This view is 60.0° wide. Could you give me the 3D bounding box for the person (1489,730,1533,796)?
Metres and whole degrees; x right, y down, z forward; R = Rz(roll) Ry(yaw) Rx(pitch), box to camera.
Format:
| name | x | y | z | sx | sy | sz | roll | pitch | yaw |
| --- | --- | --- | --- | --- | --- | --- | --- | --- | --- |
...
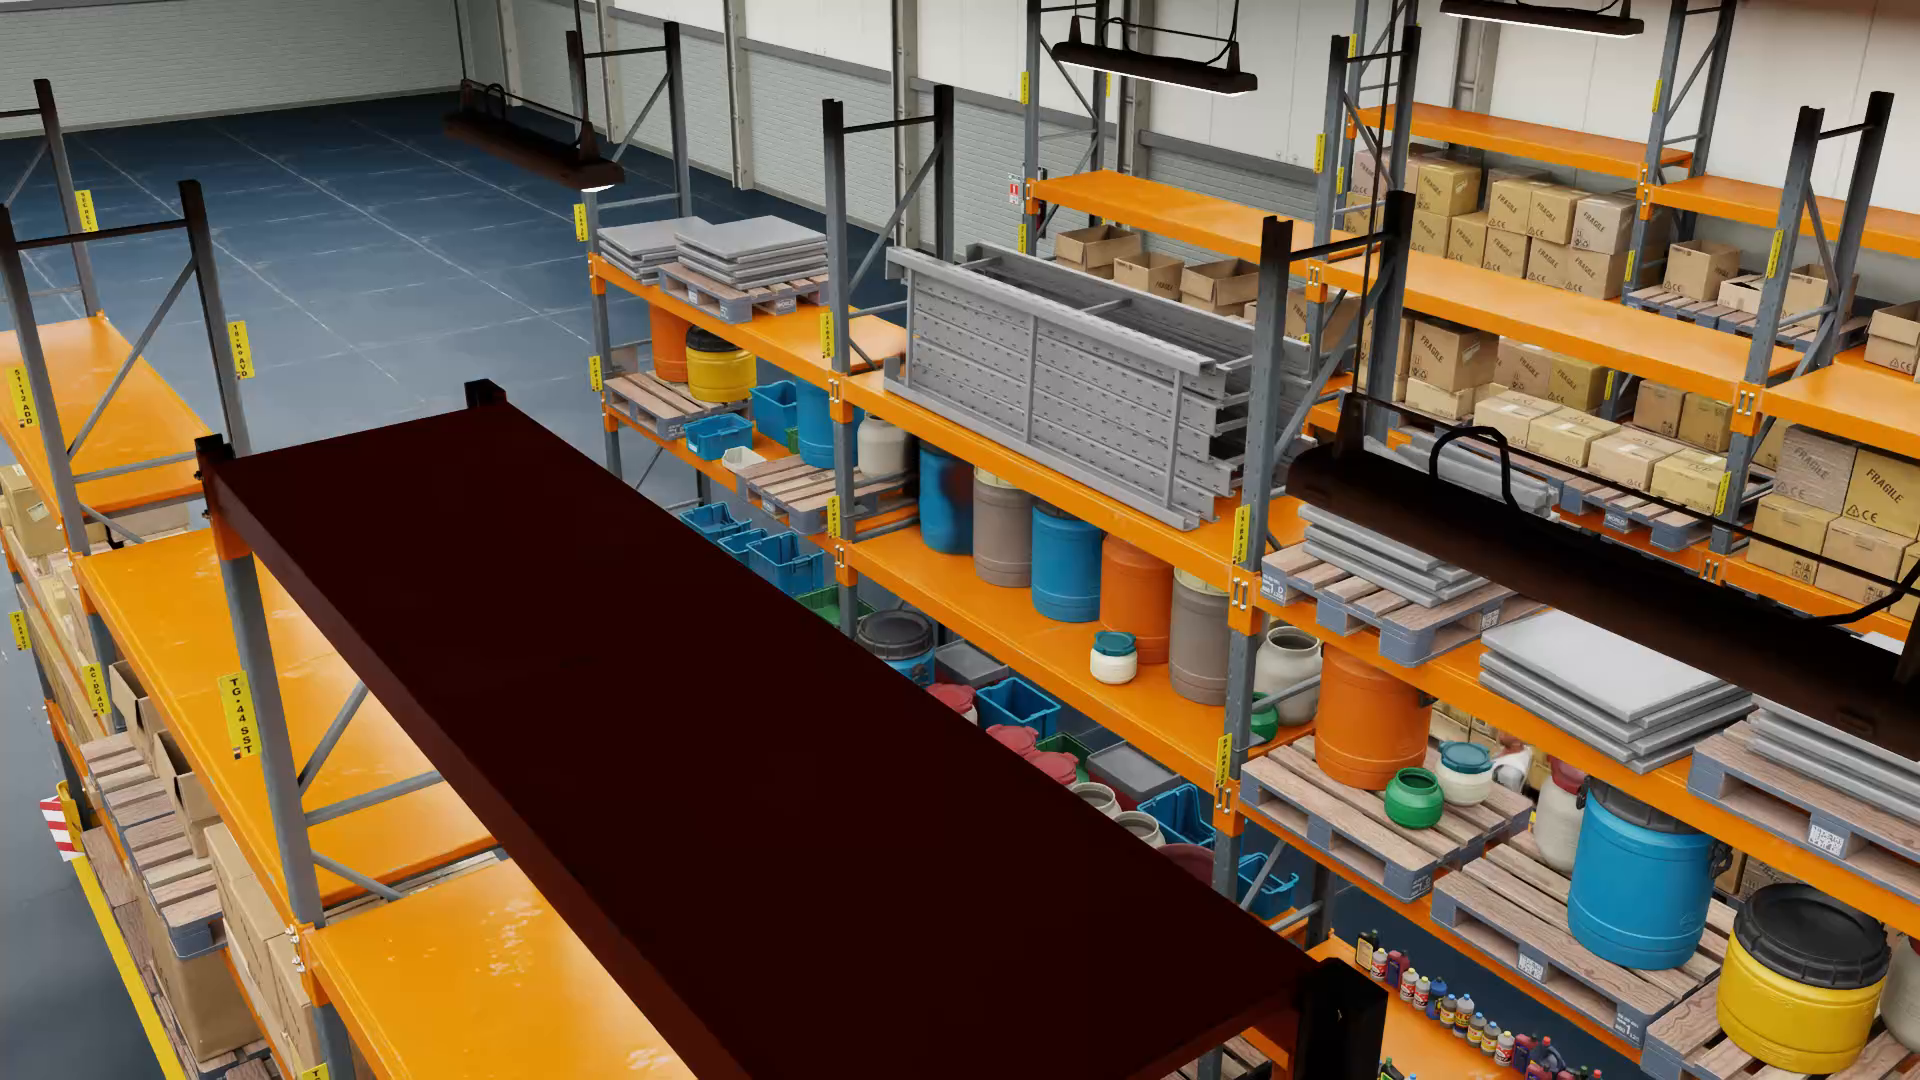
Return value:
| name | x | y | z | sx | sy | sz | roll | pitch | yaw |
| --- | --- | --- | --- | --- | --- | --- | --- | --- | --- |
| person | 3.934 | 2.019 | 12.435 | 0.567 | 1.733 | 1.014 | -22 | 32 | -38 |
